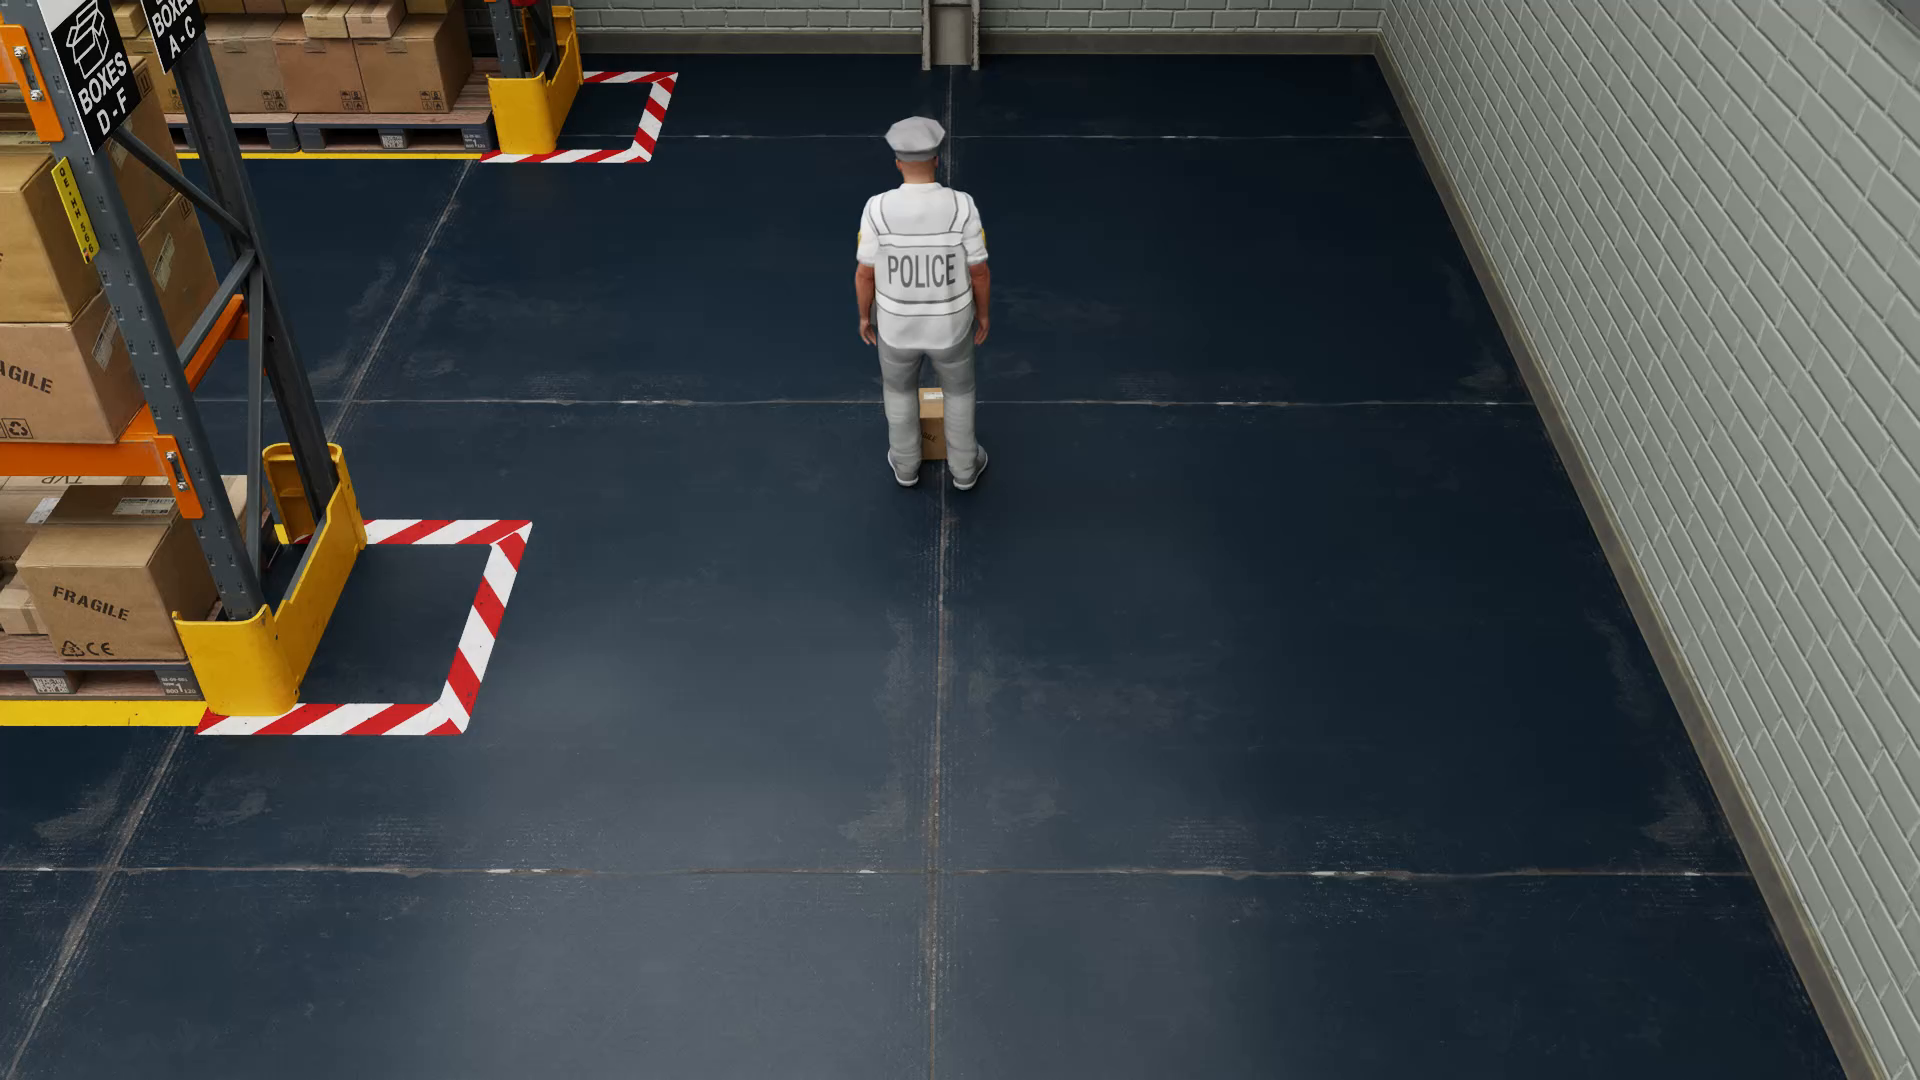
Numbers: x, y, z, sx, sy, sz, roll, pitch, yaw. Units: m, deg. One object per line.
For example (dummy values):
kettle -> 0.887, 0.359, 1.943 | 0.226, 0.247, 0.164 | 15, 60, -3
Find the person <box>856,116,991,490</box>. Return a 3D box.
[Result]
person -> -0.157, -0.978, 7.342 | 0.586, 1.748, 0.466 | 0, 39, 0
